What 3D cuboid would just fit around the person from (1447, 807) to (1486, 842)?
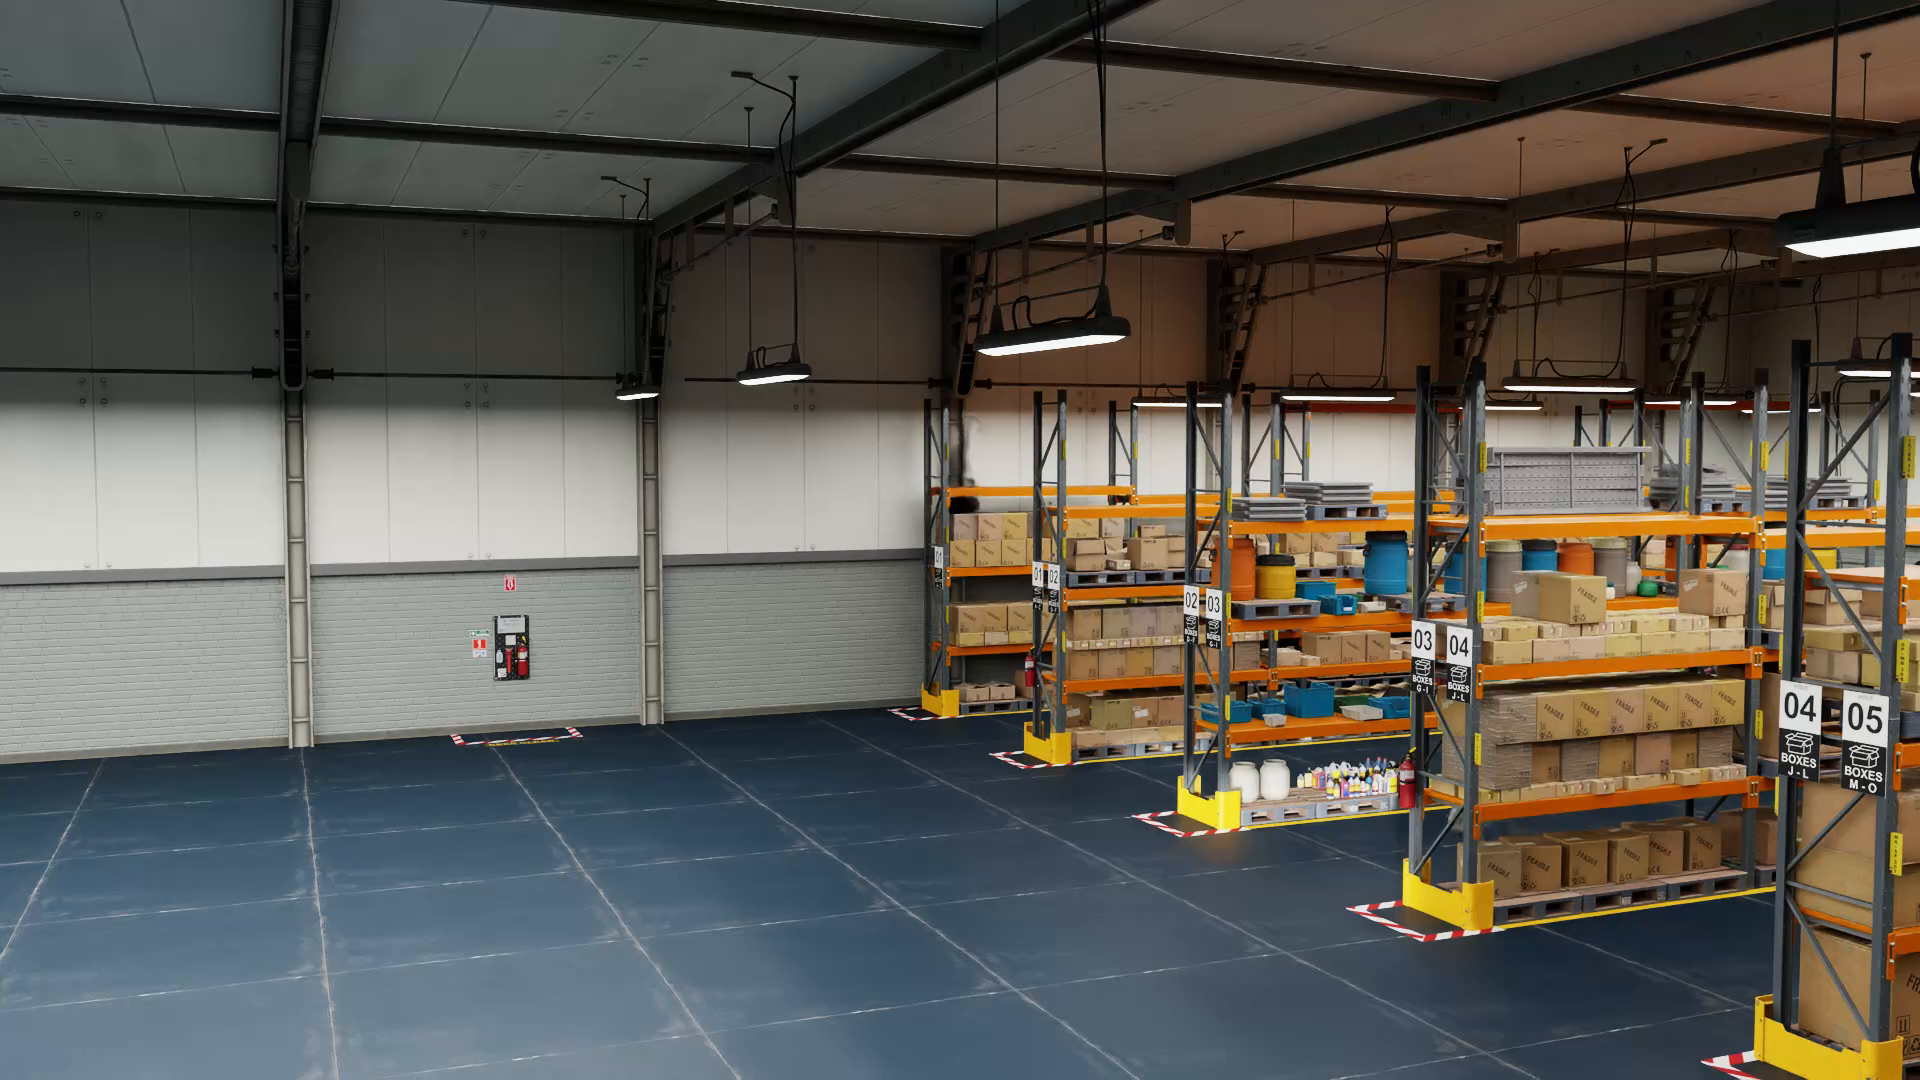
[{"bbox_3d":[6.166,3.190,20.236,0.663,1.592,0.592,-2,4,-29],"label":"person"}]
